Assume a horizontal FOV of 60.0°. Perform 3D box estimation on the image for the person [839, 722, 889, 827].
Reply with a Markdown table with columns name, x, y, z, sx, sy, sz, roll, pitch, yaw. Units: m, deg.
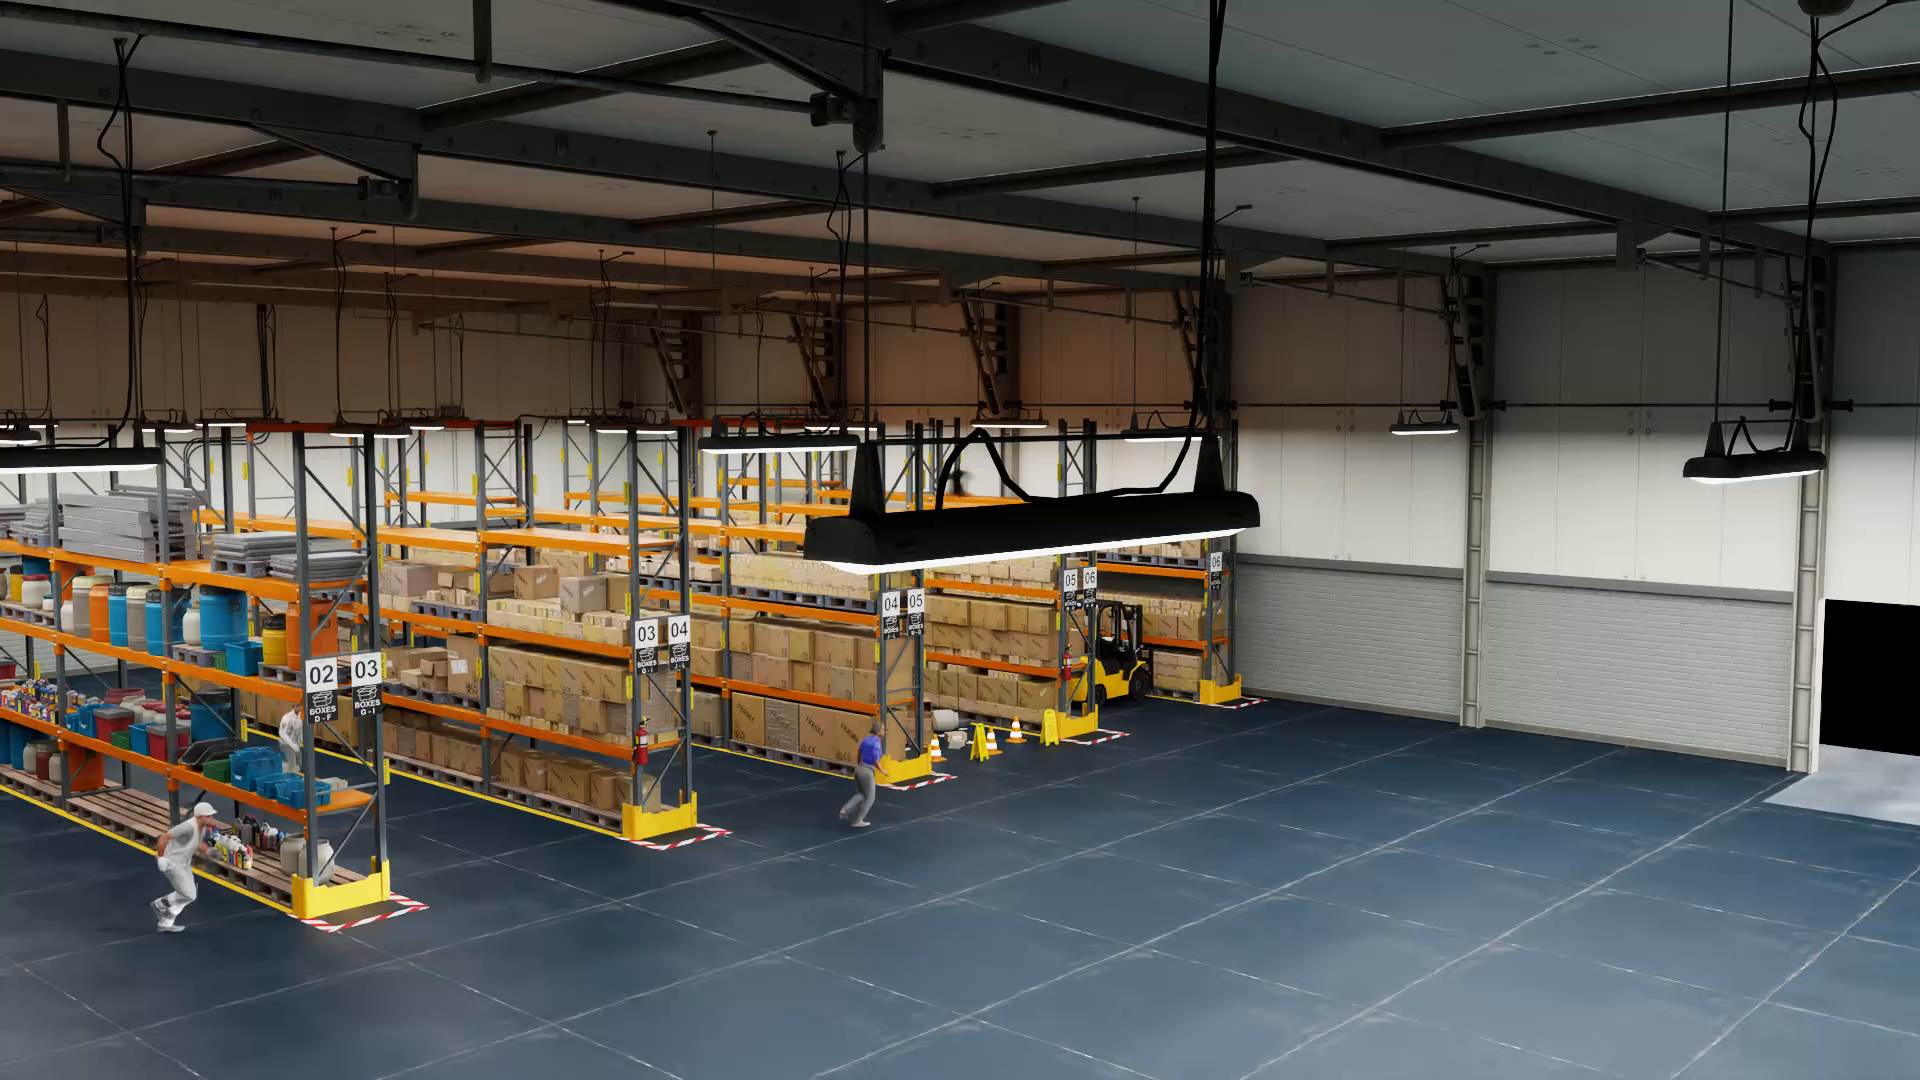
| name | x | y | z | sx | sy | sz | roll | pitch | yaw |
| --- | --- | --- | --- | --- | --- | --- | --- | --- | --- |
| person | -1.433 | 3.518 | 24.900 | 0.728 | 1.559 | 0.555 | -2 | 5 | -24 |

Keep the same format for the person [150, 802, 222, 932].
| name | x | y | z | sx | sy | sz | roll | pitch | yaw |
| --- | --- | --- | --- | --- | --- | --- | --- | --- | --- |
| person | -9.271 | 3.920 | 19.845 | 0.836 | 1.589 | 0.699 | 0 | 5 | 3 |

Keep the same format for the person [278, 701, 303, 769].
| name | x | y | z | sx | sy | sz | roll | pitch | yaw |
| --- | --- | --- | --- | --- | --- | --- | --- | --- | --- |
| person | -10.914 | 3.332 | 27.052 | 0.674 | 1.608 | 0.576 | 2 | 5 | 19 |
